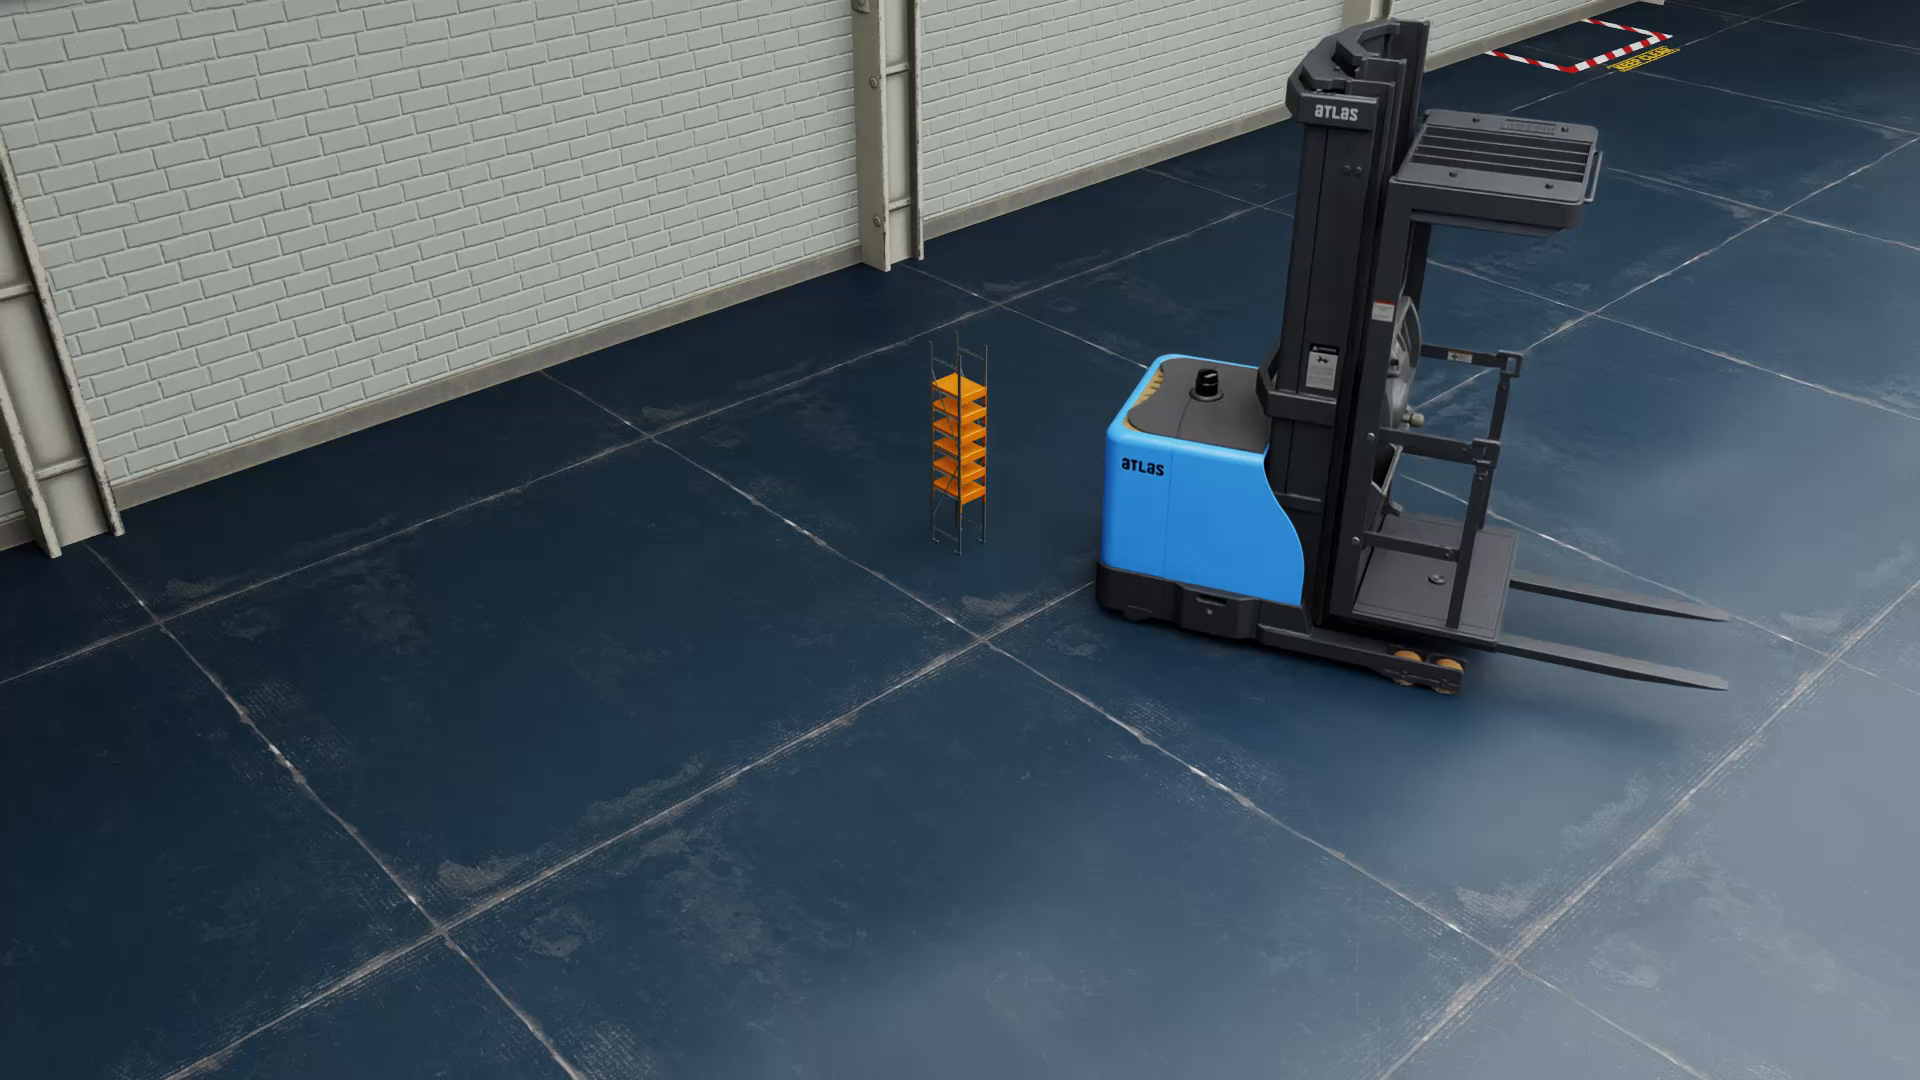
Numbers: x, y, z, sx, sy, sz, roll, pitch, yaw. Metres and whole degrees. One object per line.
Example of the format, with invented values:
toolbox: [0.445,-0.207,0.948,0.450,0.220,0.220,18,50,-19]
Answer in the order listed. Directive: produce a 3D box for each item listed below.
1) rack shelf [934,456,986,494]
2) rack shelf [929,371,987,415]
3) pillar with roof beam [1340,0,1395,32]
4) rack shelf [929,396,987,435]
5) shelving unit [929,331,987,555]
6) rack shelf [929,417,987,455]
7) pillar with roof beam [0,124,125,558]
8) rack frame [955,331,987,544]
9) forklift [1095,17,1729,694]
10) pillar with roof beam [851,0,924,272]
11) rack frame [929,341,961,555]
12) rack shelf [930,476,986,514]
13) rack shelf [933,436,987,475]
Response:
rack shelf: [-0.011,-0.366,9.014,0.180,0.103,0.258,-26,40,-35]
rack shelf: [-0.011,-0.776,8.764,0.180,0.103,0.258,-26,40,-35]
pillar with roof beam: [6.803,-6.476,11.215,0.400,9.000,9.100,-26,40,-35]
rack shelf: [-0.011,-0.674,8.827,0.180,0.103,0.258,-26,40,-35]
shelving unit: [-0.011,-0.507,8.929,0.189,1.200,0.258,-26,40,-35]
rack shelf: [-0.011,-0.571,8.889,0.180,0.103,0.258,-26,40,-35]
pillar with roof beam: [-1.996,-2.220,4.254,0.400,9.000,9.100,-26,40,-35]
rack frame: [0.056,-0.539,8.982,0.006,1.200,0.240,-26,40,-35]
forklift: [2.270,-0.822,7.785,3.031,2.935,1.130,12,33,18]
pillar with roof beam: [2.403,-4.348,7.734,0.400,9.000,9.100,-26,40,-35]
rack frame: [-0.078,-0.474,8.876,0.006,1.200,0.240,-26,40,-35]
rack shelf: [-0.011,-0.264,9.077,0.180,0.103,0.258,-26,40,-35]
rack shelf: [-0.011,-0.469,8.952,0.180,0.103,0.258,-26,40,-35]
